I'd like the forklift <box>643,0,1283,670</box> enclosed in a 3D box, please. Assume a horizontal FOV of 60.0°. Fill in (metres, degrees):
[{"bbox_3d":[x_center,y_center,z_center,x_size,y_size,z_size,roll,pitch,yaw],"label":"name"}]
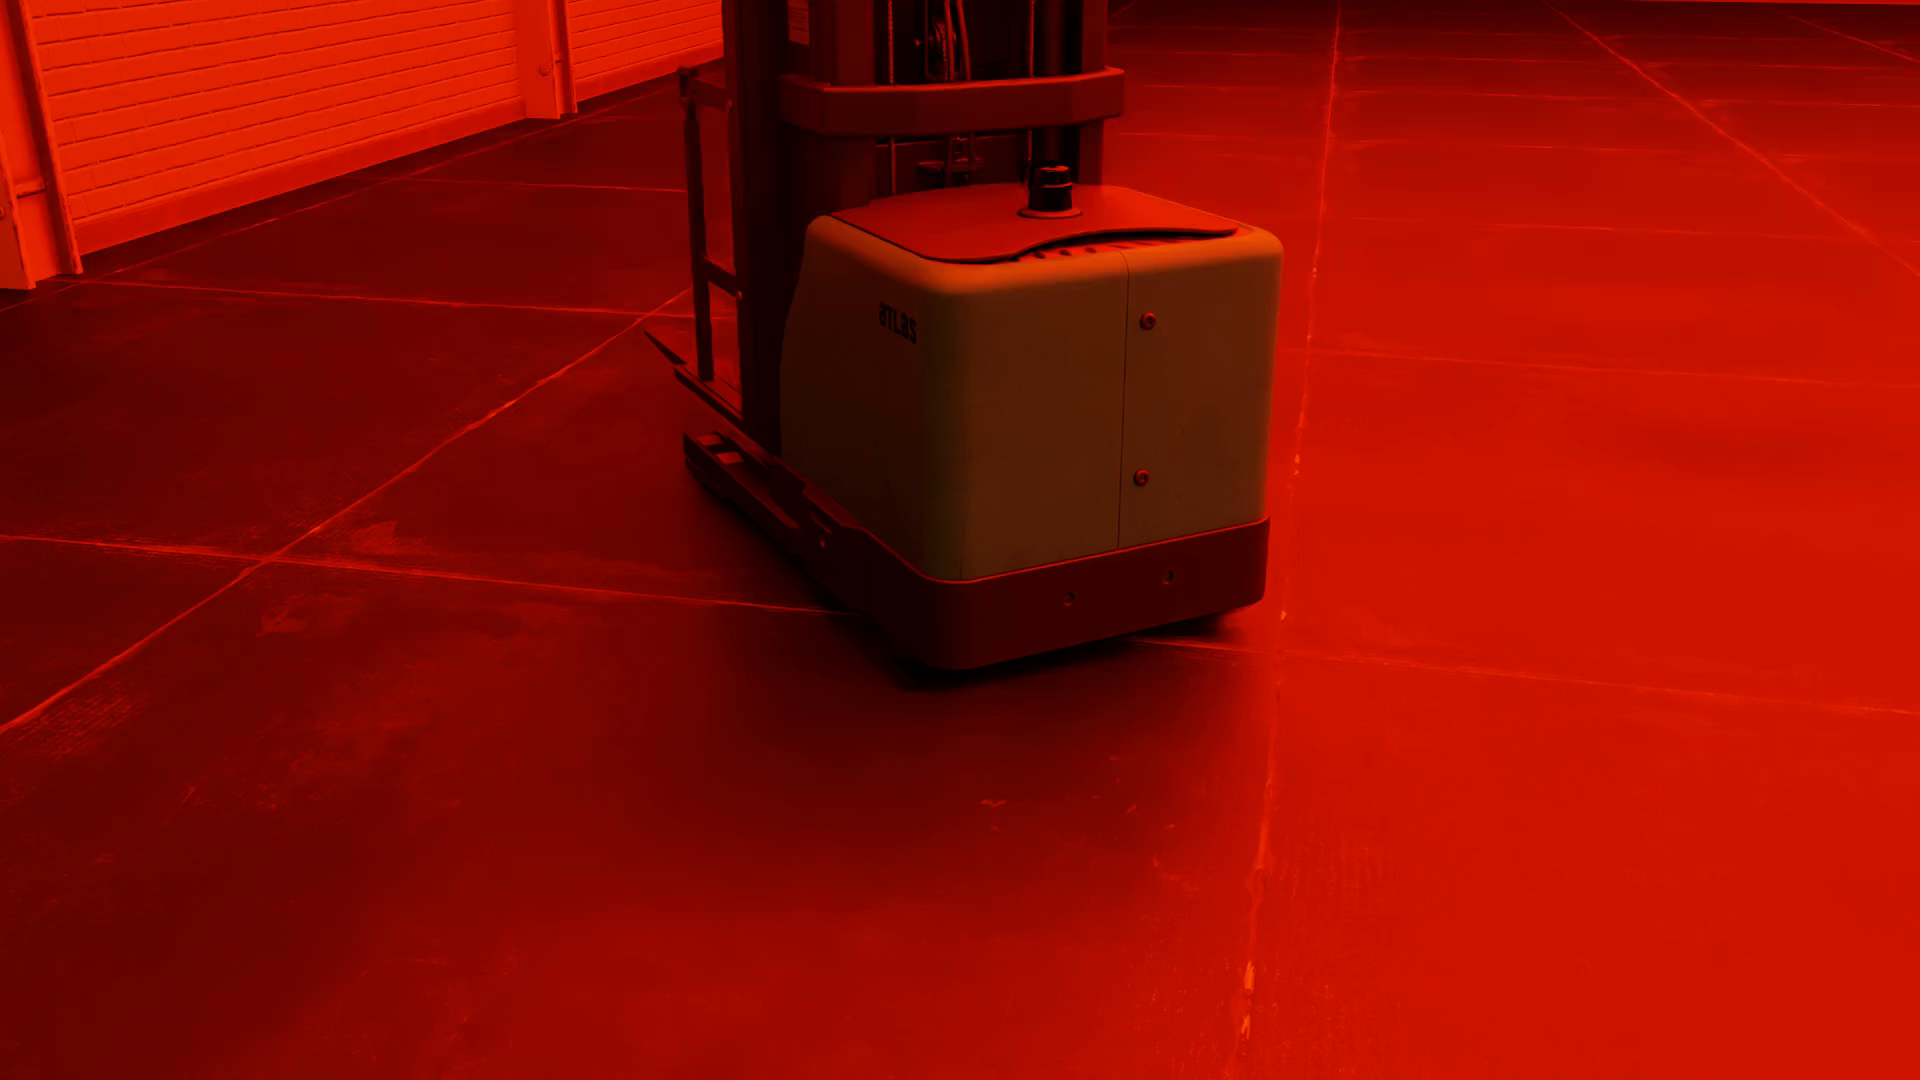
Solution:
[{"bbox_3d":[-0.277,-1.550,5.067,1.130,2.935,3.031,-11,25,-25],"label":"forklift"}]
